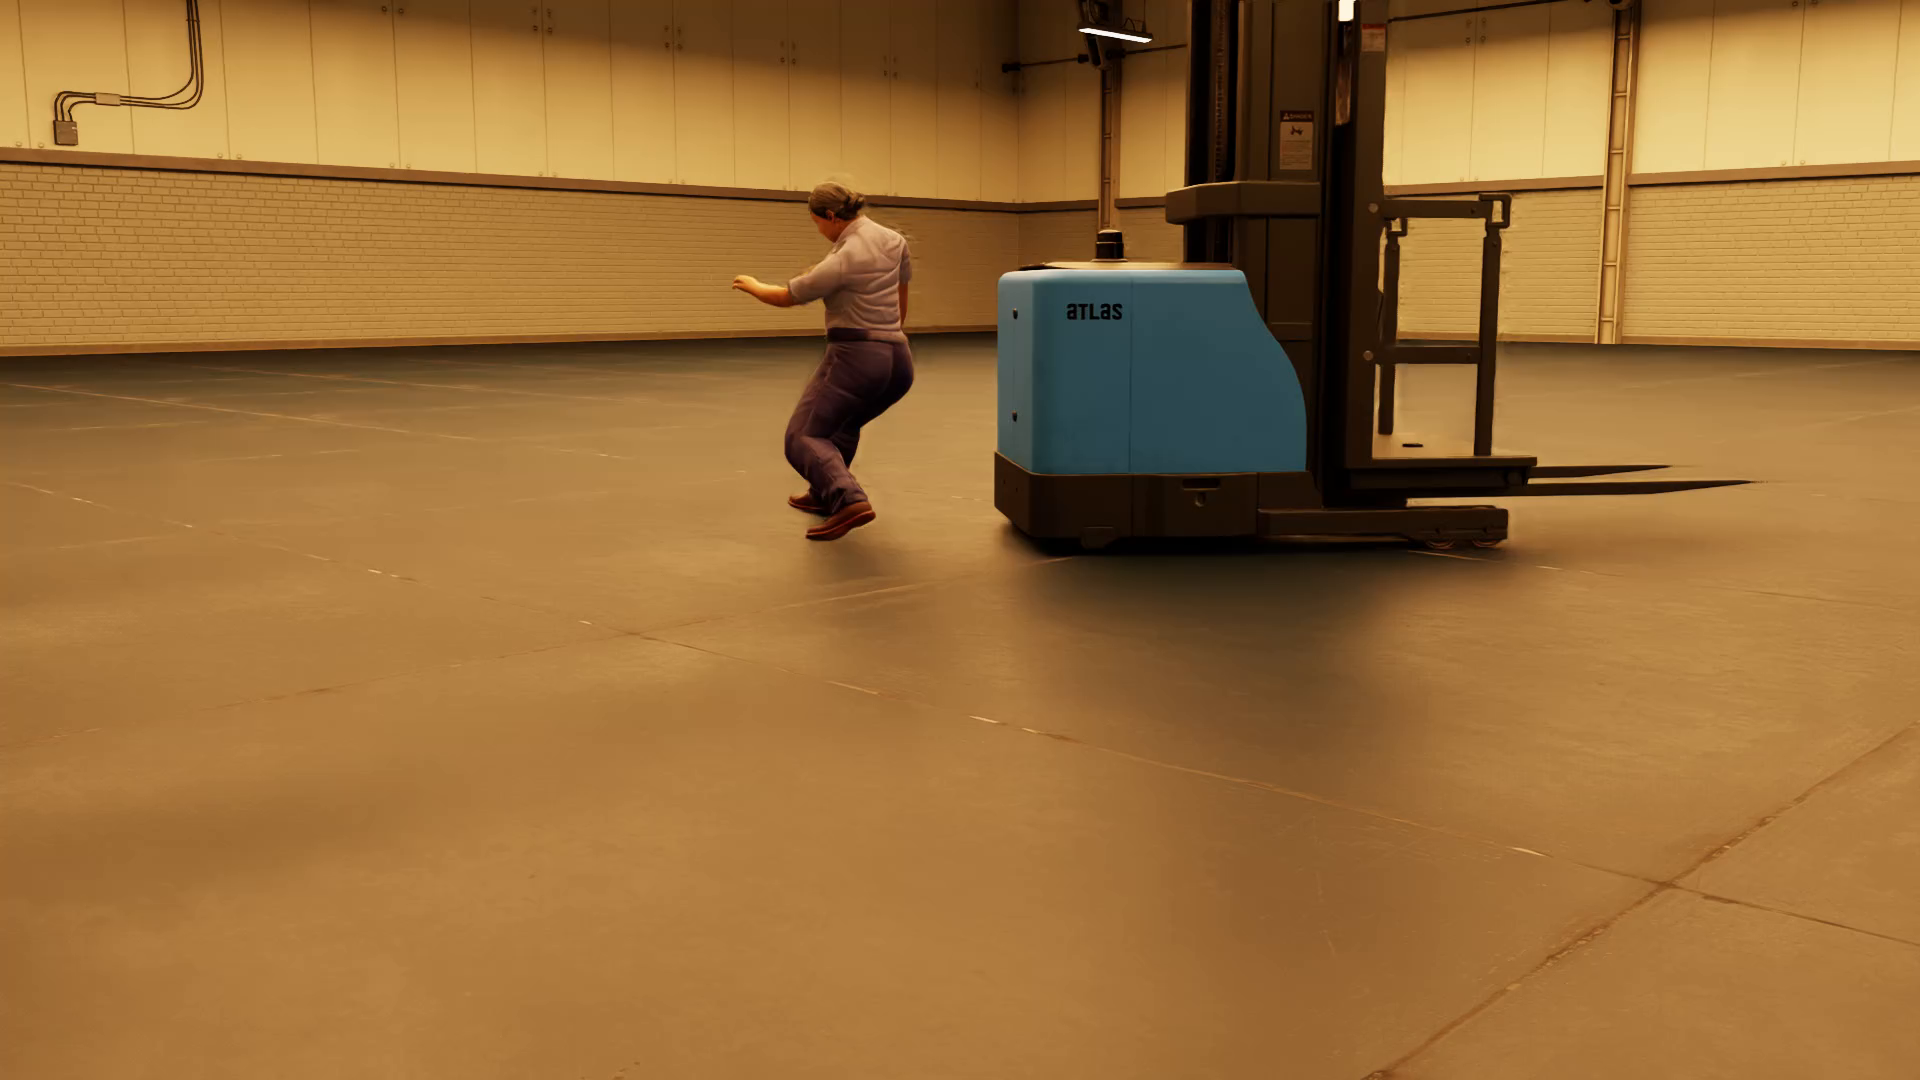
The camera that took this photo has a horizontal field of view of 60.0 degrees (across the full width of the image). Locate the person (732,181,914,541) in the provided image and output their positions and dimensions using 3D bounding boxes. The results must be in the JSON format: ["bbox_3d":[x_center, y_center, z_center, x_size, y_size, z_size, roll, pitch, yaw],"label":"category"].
[{"bbox_3d":[-0.577,-0.761,6.961,1.030,1.418,0.958,5,10,32],"label":"person"}]

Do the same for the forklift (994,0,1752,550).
[{"bbox_3d":[1.706,-1.489,6.760,3.031,2.935,1.130,-1,9,-8],"label":"forklift"}]
